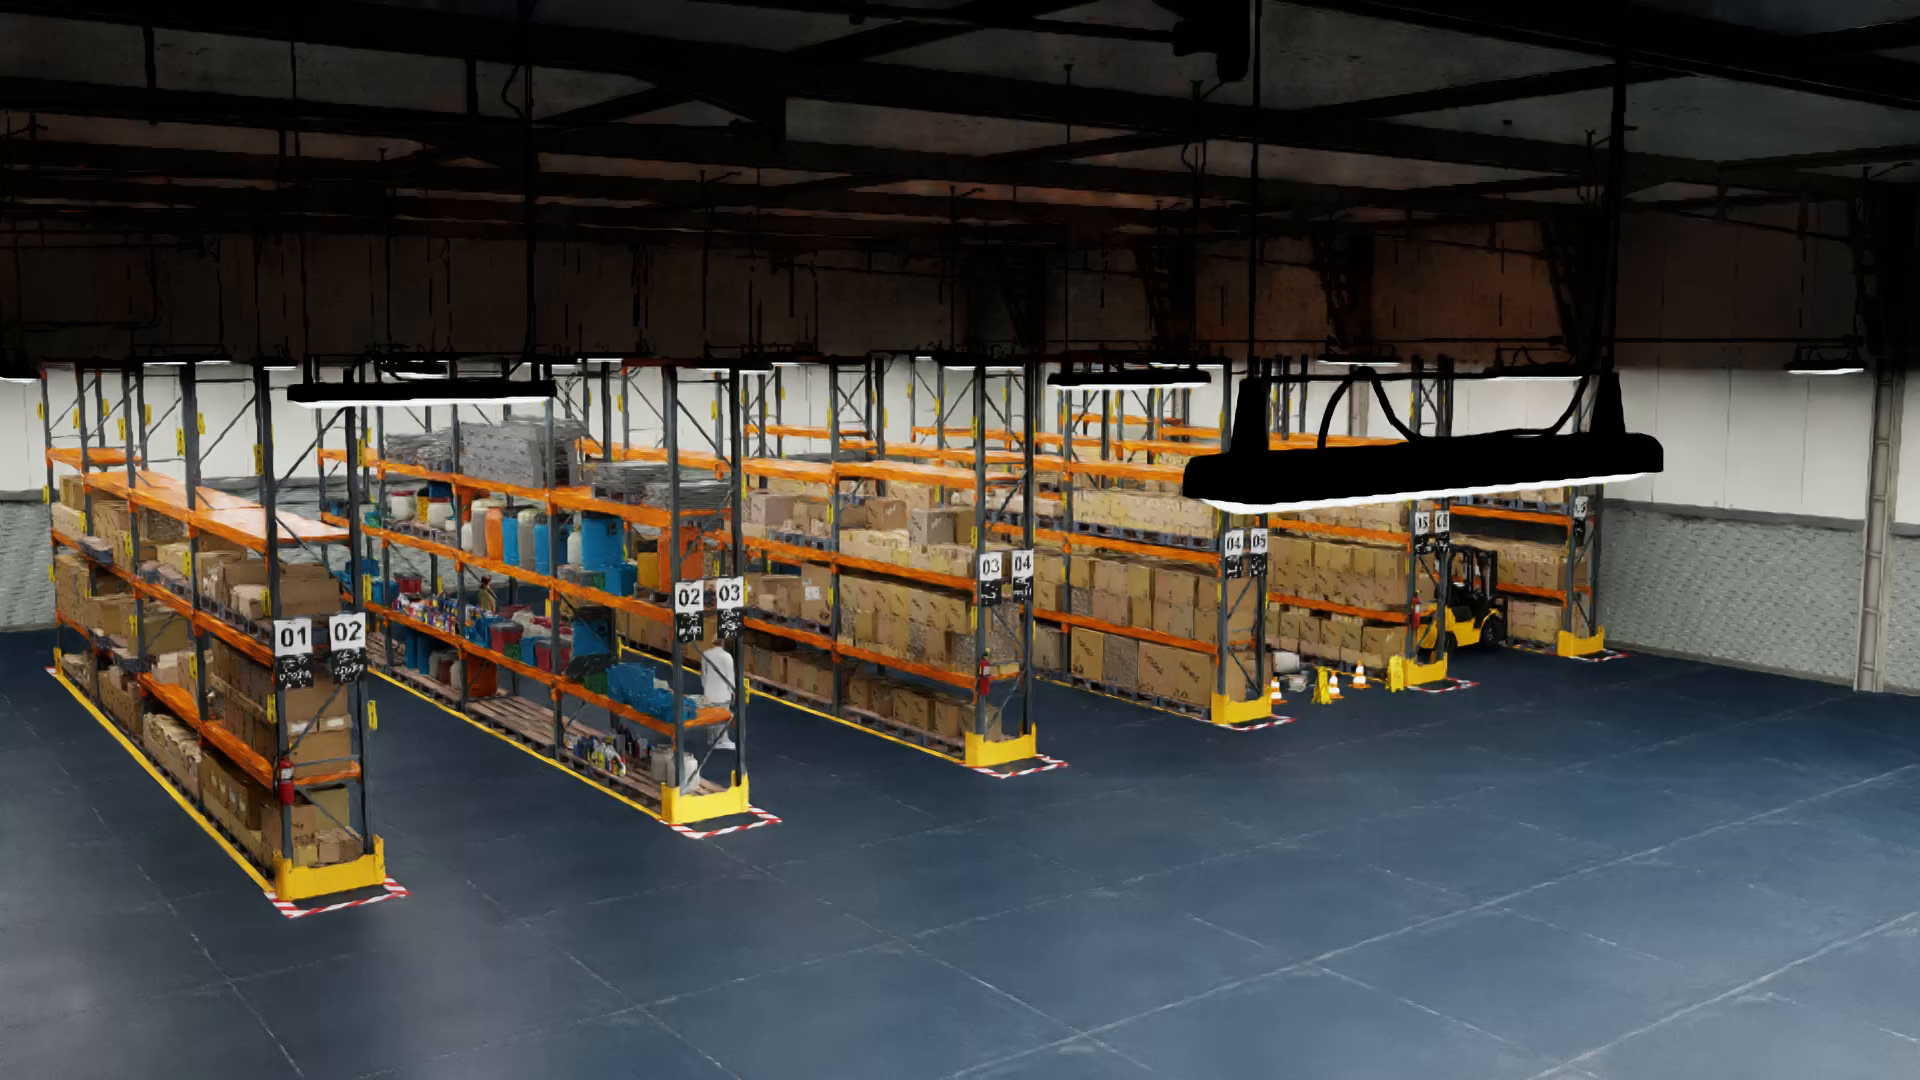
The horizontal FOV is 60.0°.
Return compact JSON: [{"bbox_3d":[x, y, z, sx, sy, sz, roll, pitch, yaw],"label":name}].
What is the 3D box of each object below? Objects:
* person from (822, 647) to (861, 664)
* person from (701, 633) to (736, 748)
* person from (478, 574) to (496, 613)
[{"bbox_3d":[-2.369,1.618,32.216,0.577,1.691,1.121,-5,8,-34],"label":"person"},{"bbox_3d":[-3.738,2.319,25.908,0.654,1.784,0.519,3,8,27],"label":"person"},{"bbox_3d":[-9.408,1.502,33.183,0.559,1.673,0.388,6,9,41],"label":"person"}]
